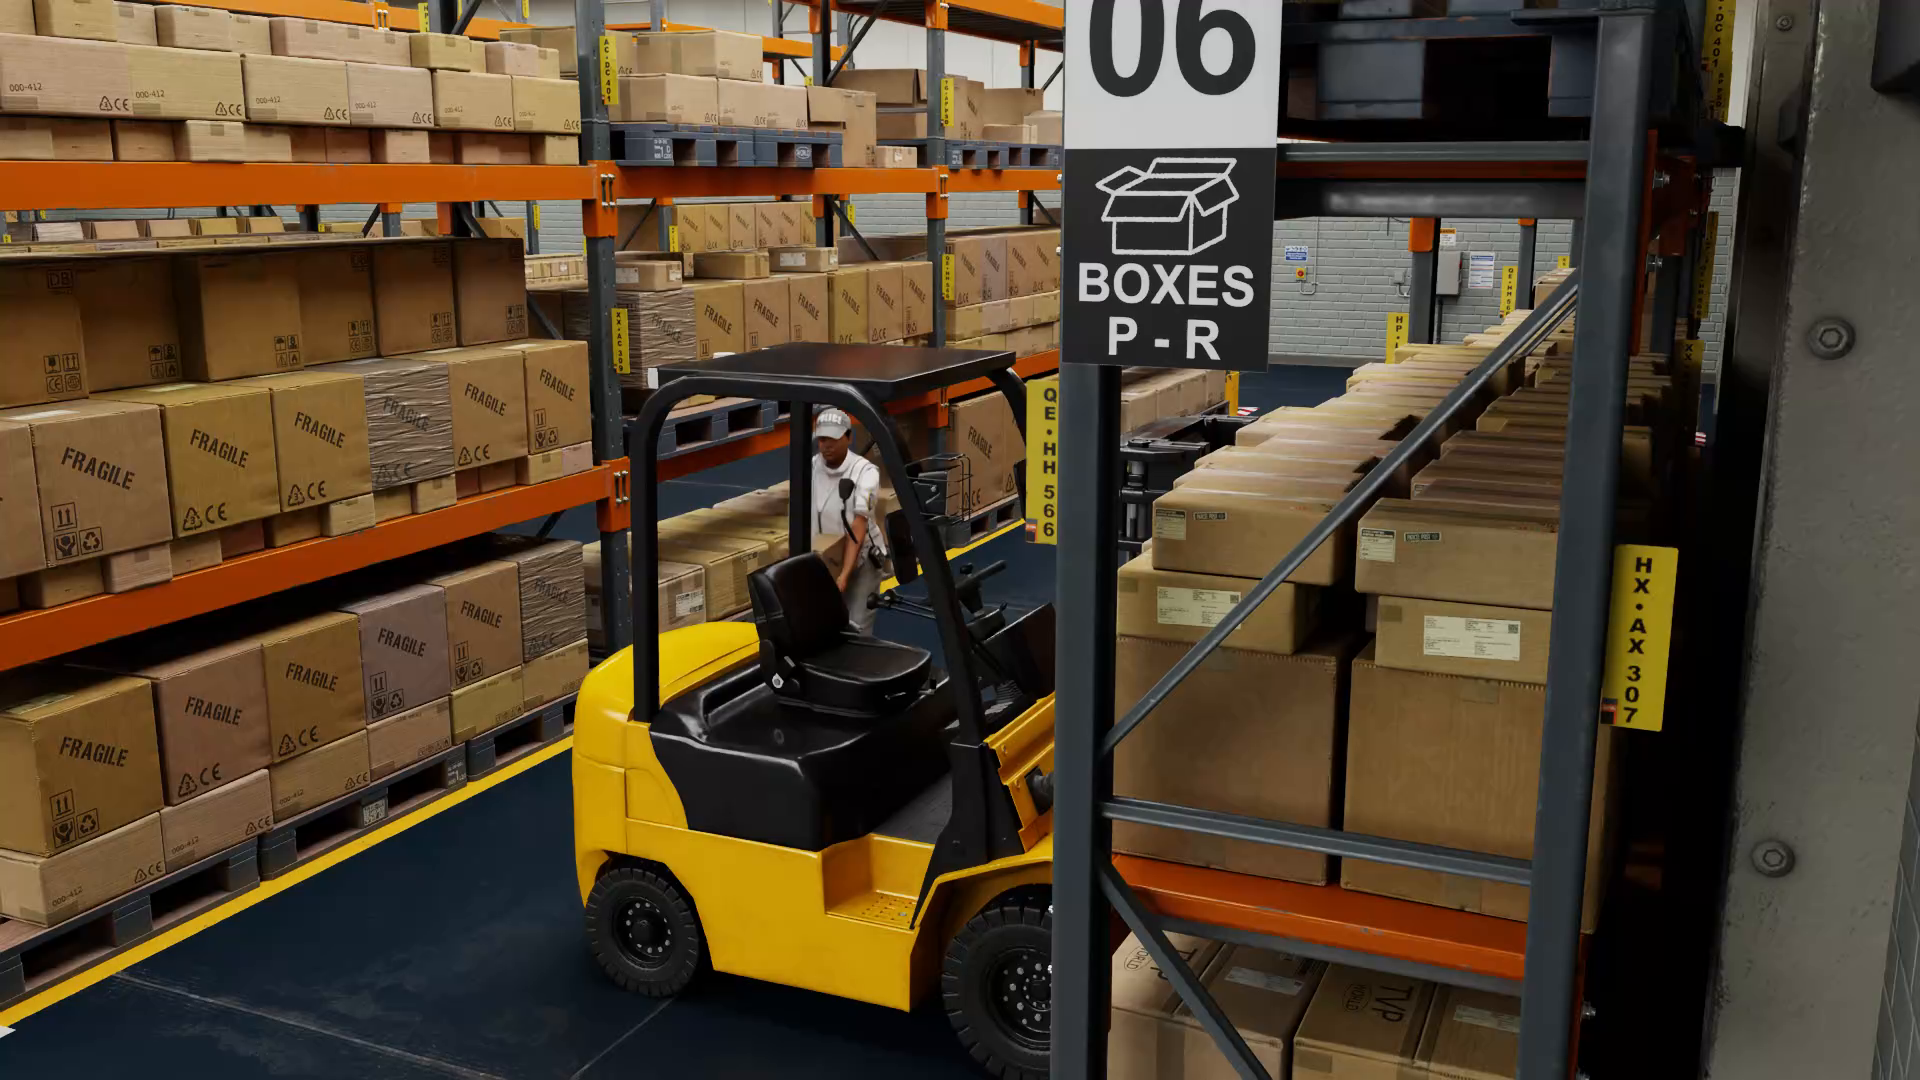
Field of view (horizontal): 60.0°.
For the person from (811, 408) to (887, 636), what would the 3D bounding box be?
[{"bbox_3d":[-0.620,0.168,8.264,0.452,1.657,0.566,5,13,22],"label":"person"}]
